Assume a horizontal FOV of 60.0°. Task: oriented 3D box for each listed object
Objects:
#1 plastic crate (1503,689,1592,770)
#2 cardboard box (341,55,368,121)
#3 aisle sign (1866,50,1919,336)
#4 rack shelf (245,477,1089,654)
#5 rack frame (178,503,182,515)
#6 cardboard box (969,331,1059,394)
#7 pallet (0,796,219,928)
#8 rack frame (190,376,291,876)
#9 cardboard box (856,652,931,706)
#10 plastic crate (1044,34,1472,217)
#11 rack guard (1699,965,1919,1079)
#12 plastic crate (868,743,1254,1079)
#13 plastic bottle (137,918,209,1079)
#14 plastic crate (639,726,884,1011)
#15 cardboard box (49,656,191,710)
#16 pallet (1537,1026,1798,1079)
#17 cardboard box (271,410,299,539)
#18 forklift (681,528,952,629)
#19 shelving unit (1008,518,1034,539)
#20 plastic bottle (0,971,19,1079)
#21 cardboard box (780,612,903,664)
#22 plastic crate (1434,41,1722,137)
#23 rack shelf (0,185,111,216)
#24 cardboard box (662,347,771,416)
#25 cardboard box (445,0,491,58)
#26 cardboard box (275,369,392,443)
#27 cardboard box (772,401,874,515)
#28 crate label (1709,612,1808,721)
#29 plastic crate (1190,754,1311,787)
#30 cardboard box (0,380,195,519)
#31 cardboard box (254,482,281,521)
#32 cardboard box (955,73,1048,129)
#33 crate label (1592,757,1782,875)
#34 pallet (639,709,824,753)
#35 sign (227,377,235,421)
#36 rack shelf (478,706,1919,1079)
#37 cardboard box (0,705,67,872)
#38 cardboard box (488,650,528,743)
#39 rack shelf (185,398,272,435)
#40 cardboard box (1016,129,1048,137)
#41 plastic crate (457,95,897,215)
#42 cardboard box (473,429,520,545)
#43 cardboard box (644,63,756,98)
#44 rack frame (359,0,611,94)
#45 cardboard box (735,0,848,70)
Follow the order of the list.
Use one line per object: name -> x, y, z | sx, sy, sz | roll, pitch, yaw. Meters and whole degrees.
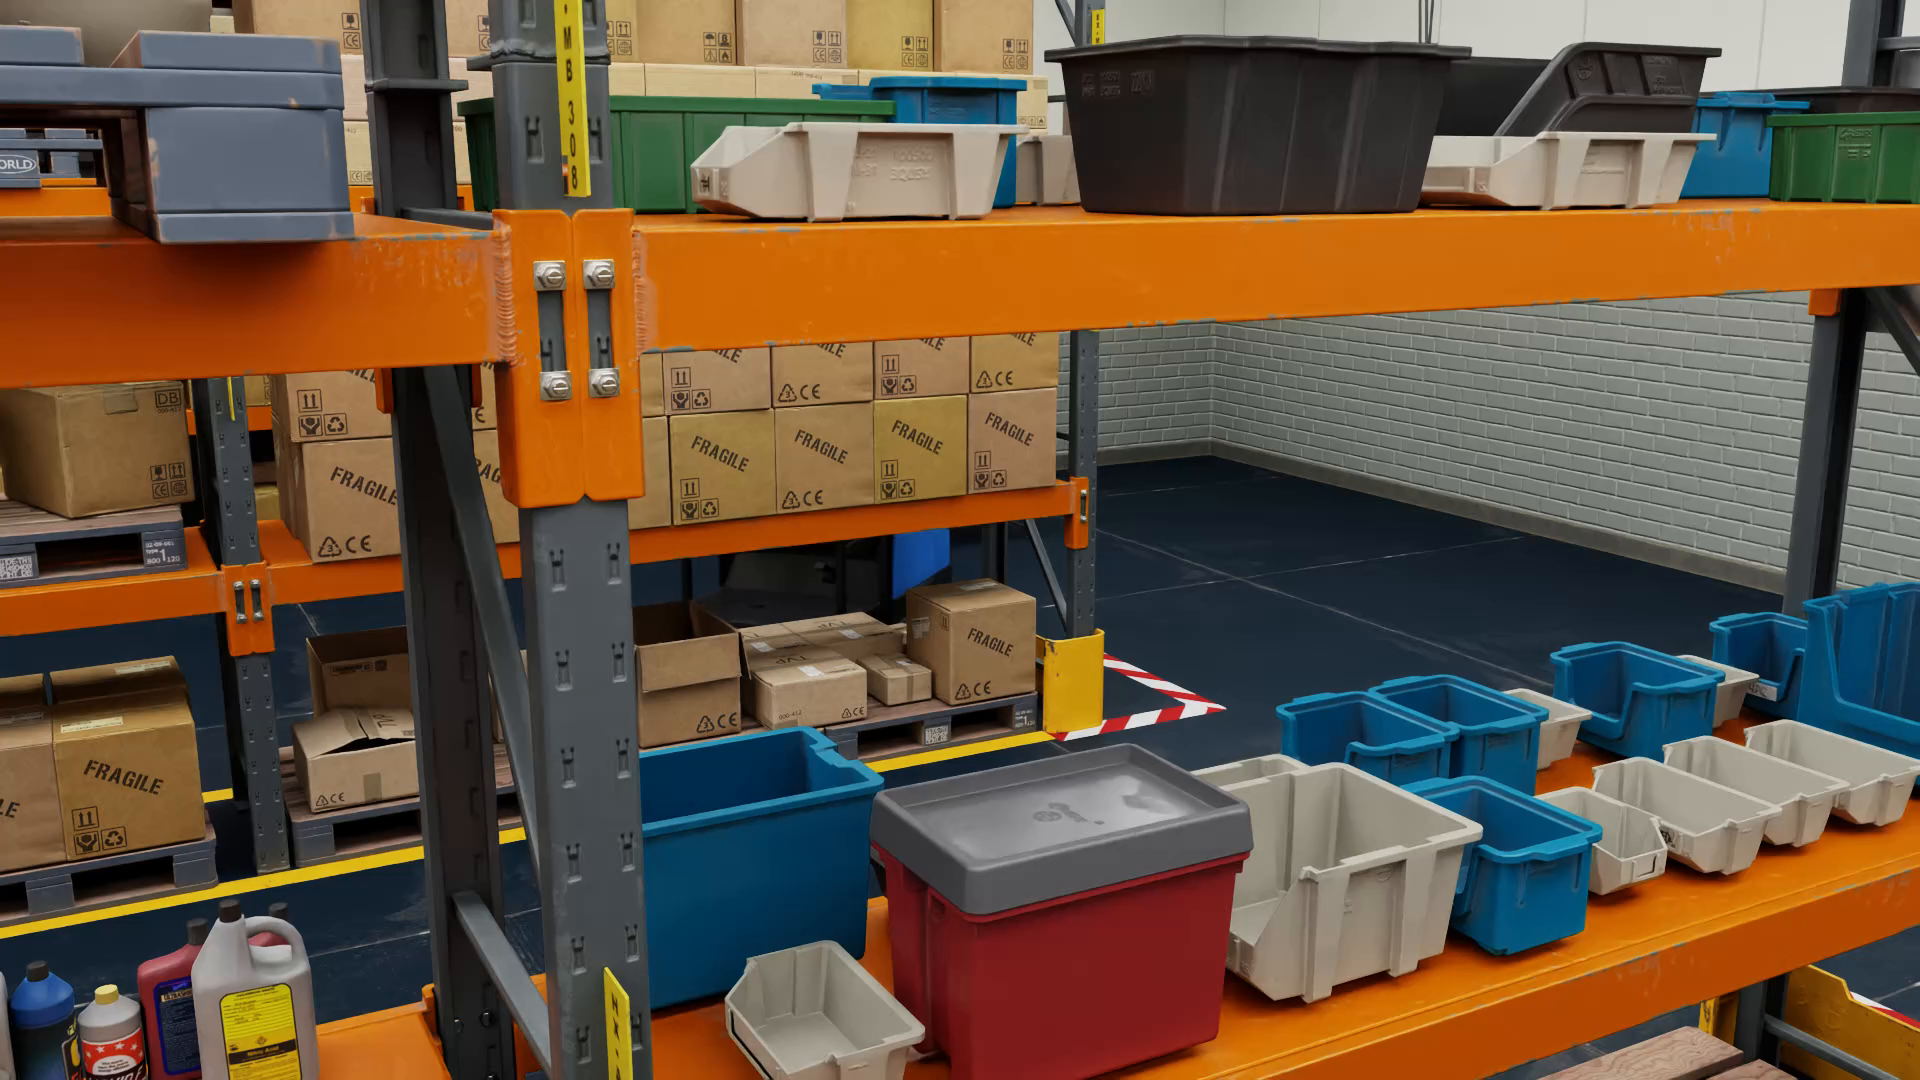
plastic crate -> 1.493, 0.516, 4.450 | 0.298, 0.136, 0.250 | -7, 14, -28
cardboard box -> -2.552, -1.807, 6.678 | 0.500, 0.250, 0.500 | -7, 14, -28
aisle sign -> 2.704, -0.969, 4.660 | 0.004, 0.787, 0.394 | -7, 14, -28
rack shelf -> -1.342, -0.029, 8.045 | 4.000, 0.370, 1.077 | -7, 14, -28
rack frame -> -5.474, -1.124, 11.271 | 0.127, 3.000, 1.000 | -7, 14, -28
cardboard box -> 0.155, -1.027, 8.337 | 0.500, 0.500, 0.500 | -7, 14, -28
pallet -> -3.793, 1.284, 6.925 | 1.213, 0.211, 1.003 | -7, 14, -28
rack frame -> -3.097, -0.170, 7.031 | 0.127, 3.000, 1.000 | -7, 14, -28
cardboard box -> -0.344, 0.707, 8.586 | 0.250, 0.166, 0.380 | -7, 14, -28
plastic crate -> 0.494, -0.692, 2.819 | 0.590, 0.269, 0.497 | -7, 14, -28
rack guard -> 2.798, 1.579, 4.954 | 0.348, 0.500, 1.175 | -7, 14, -28
plastic crate -> 0.177, 0.679, 2.977 | 0.583, 0.464, 0.402 | -7, 14, -28
plastic bottle -> -1.371, 0.813, 2.932 | 0.133, 0.283, 0.061 | -7, 14, -28
plastic crate -> -0.481, 0.649, 3.293 | 0.575, 0.384, 0.392 | -7, 14, -28
cardboard box -> -3.639, 0.839, 7.240 | 0.500, 0.500, 0.500 | -8, 15, -30
pallet -> 2.041, 1.804, 4.611 | 1.213, 0.211, 1.003 | -7, 14, -28
cardboard box -> -2.782, -0.320, 7.474 | 0.500, 0.500, 0.500 | -7, 14, -27
forklift -> -1.042, -0.710, 9.588 | 1.130, 2.935, 3.031 | 5, 13, 20
shelving unit -> 0.006, -0.549, 12.989 | 1.048, 1.125, 0.538 | -7, 14, -28
plastic bottle -> -1.637, 0.860, 2.740 | 0.135, 0.276, 0.152 | -7, 14, -28
cardboard box -> -0.639, 0.592, 8.910 | 0.500, 0.250, 0.500 | -7, 14, -28
plastic crate -> 1.311, -0.961, 3.856 | 0.767, 0.338, 0.504 | -7, 14, -28
rack shelf -> -4.853, -1.072, 5.846 | 4.000, 0.370, 1.077 | -7, 14, -28
cardboard box -> -1.192, -0.864, 7.613 | 0.500, 0.500, 0.500 | -6, 14, -26
cardboard box -> -2.182, -2.253, 6.953 | 0.500, 0.500, 0.700 | -7, 14, -28
cardboard box -> -2.549, -0.702, 6.890 | 0.500, 0.500, 0.500 | -6, 14, -26
cardboard box -> -0.743, -0.433, 7.973 | 0.500, 0.500, 0.500 | -7, 14, -27
crate label -> 2.409, 0.379, 4.836 | 0.303, 0.233, 0.416 | -7, 14, -28
plastic crate -> 0.657, 0.644, 3.881 | 0.466, 0.136, 0.293 | -7, 14, -28
cardboard box -> -3.620, -0.417, 6.944 | 0.700, 0.500, 0.500 | 11, 17, 41
cardboard box -> -4.769, -0.168, 11.761 | 0.500, 0.500, 0.700 | -7, 14, -27
cardboard box -> 0.085, -2.121, 8.075 | 0.500, 0.250, 0.500 | -7, 14, -28
crate label -> 1.660, 0.646, 3.869 | 0.243, 0.136, 0.396 | -7, 14, -28
pallet -> -1.422, 0.990, 8.232 | 1.213, 0.211, 1.003 | -7, 14, -28
sign -> -2.828, -0.628, 6.430 | 0.005, 0.325, 0.100 | -7, 14, -28
rack shelf -> 1.028, 0.926, 3.802 | 4.000, 0.370, 1.077 | -7, 14, -28
cardboard box -> -3.831, 0.993, 6.557 | 0.500, 0.500, 0.500 | -7, 14, -28
cardboard box -> -2.075, 0.734, 8.138 | 0.500, 0.311, 0.500 | -7, 14, -28
rack shelf -> -3.719, -0.983, 12.285 | 4.000, 0.370, 1.077 | -7, 14, -28
cardboard box -> 0.089, -1.876, 8.122 | 0.500, 0.250, 0.500 | -7, 14, -28
plastic crate -> -0.500, -0.678, 2.938 | 0.662, 0.188, 0.450 | -7, 14, -28
cardboard box -> -2.072, -0.274, 7.267 | 0.500, 0.500, 0.500 | -7, 14, -27
cardboard box -> -1.230, -1.963, 7.371 | 0.500, 0.250, 0.500 | -7, 14, -28
rack frame -> -0.727, -2.141, 2.129 | 0.127, 3.000, 1.000 | -7, 14, -28
cardboard box -> -0.897, -2.424, 7.710 | 0.500, 0.500, 0.700 | -7, 14, -28
